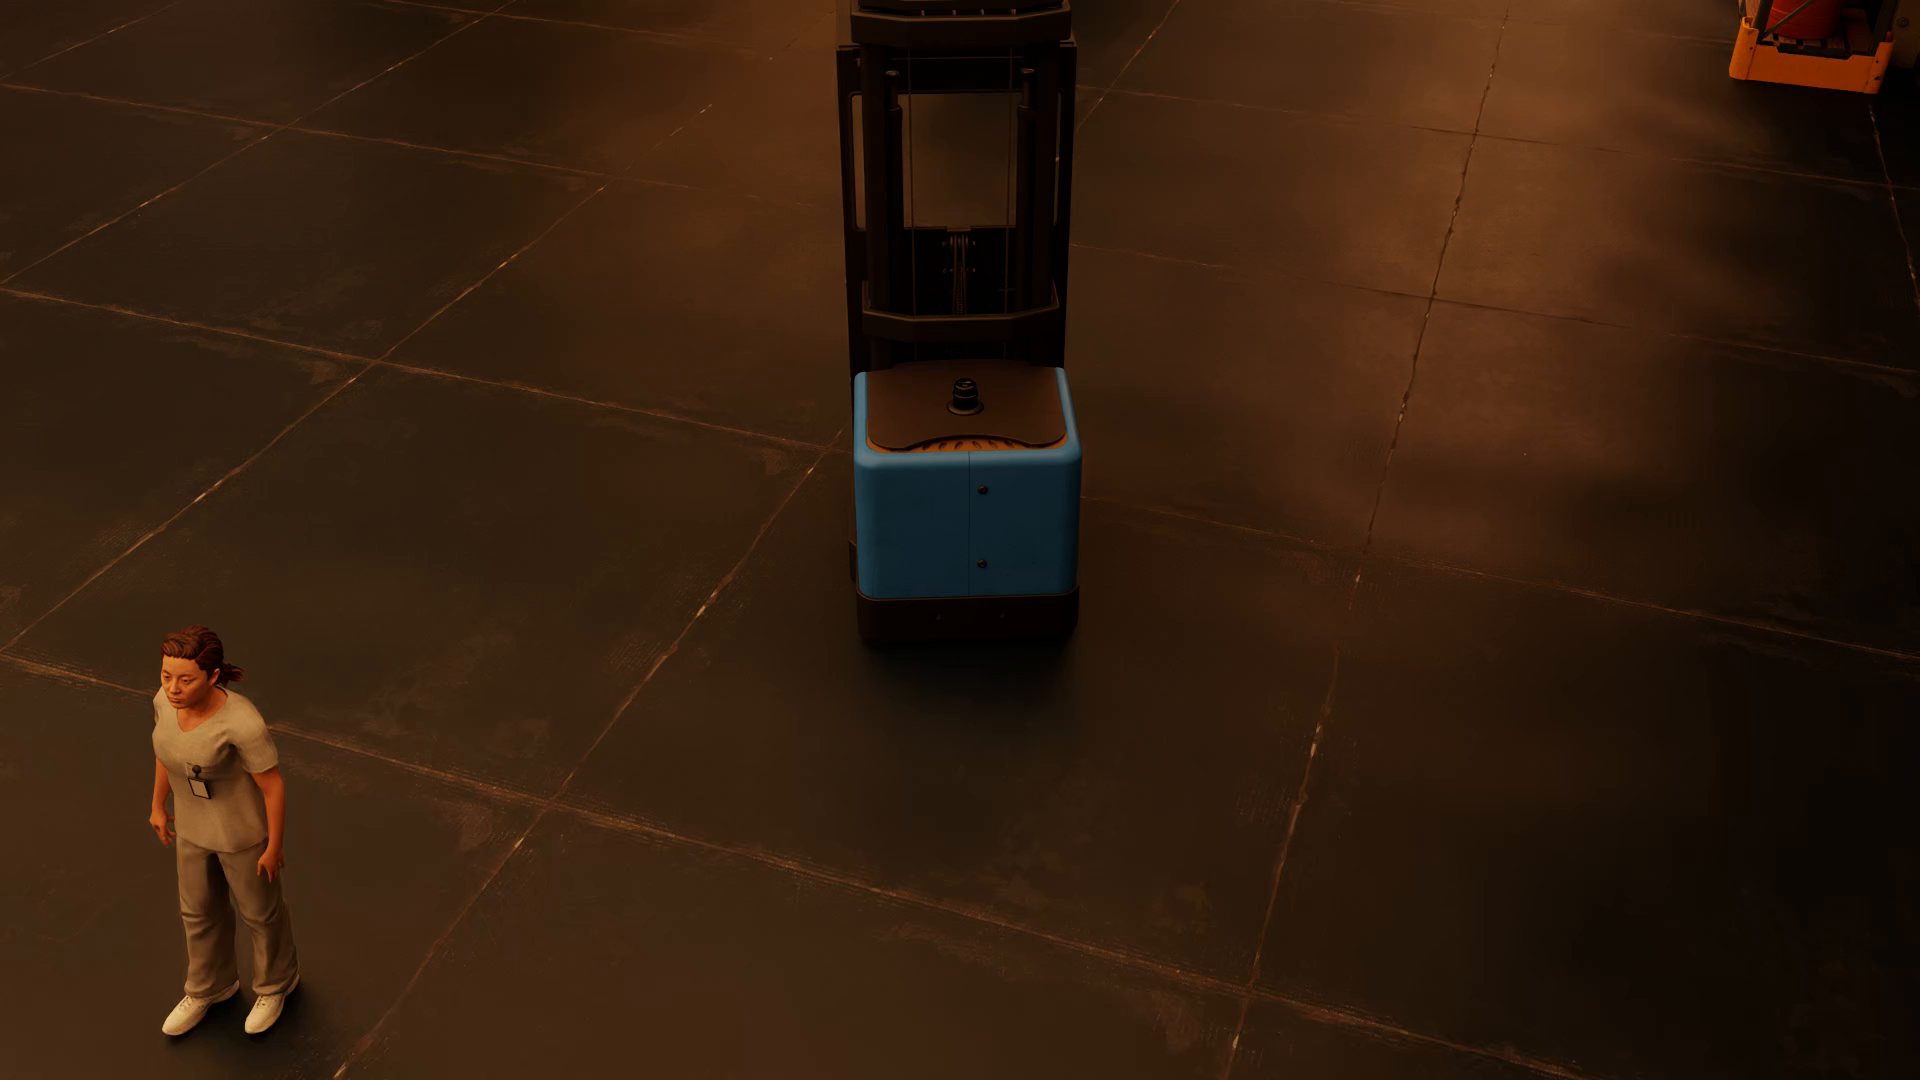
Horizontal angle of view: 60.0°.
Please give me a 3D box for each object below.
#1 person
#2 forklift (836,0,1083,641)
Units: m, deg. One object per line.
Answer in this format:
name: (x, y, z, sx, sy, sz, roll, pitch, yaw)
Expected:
person: (-2.574, 1.050, 5.731, 0.550, 1.640, 0.548, 12, 37, 16)
forklift: (-0.029, -1.547, 8.293, 1.130, 2.935, 3.031, -2, 35, -2)
